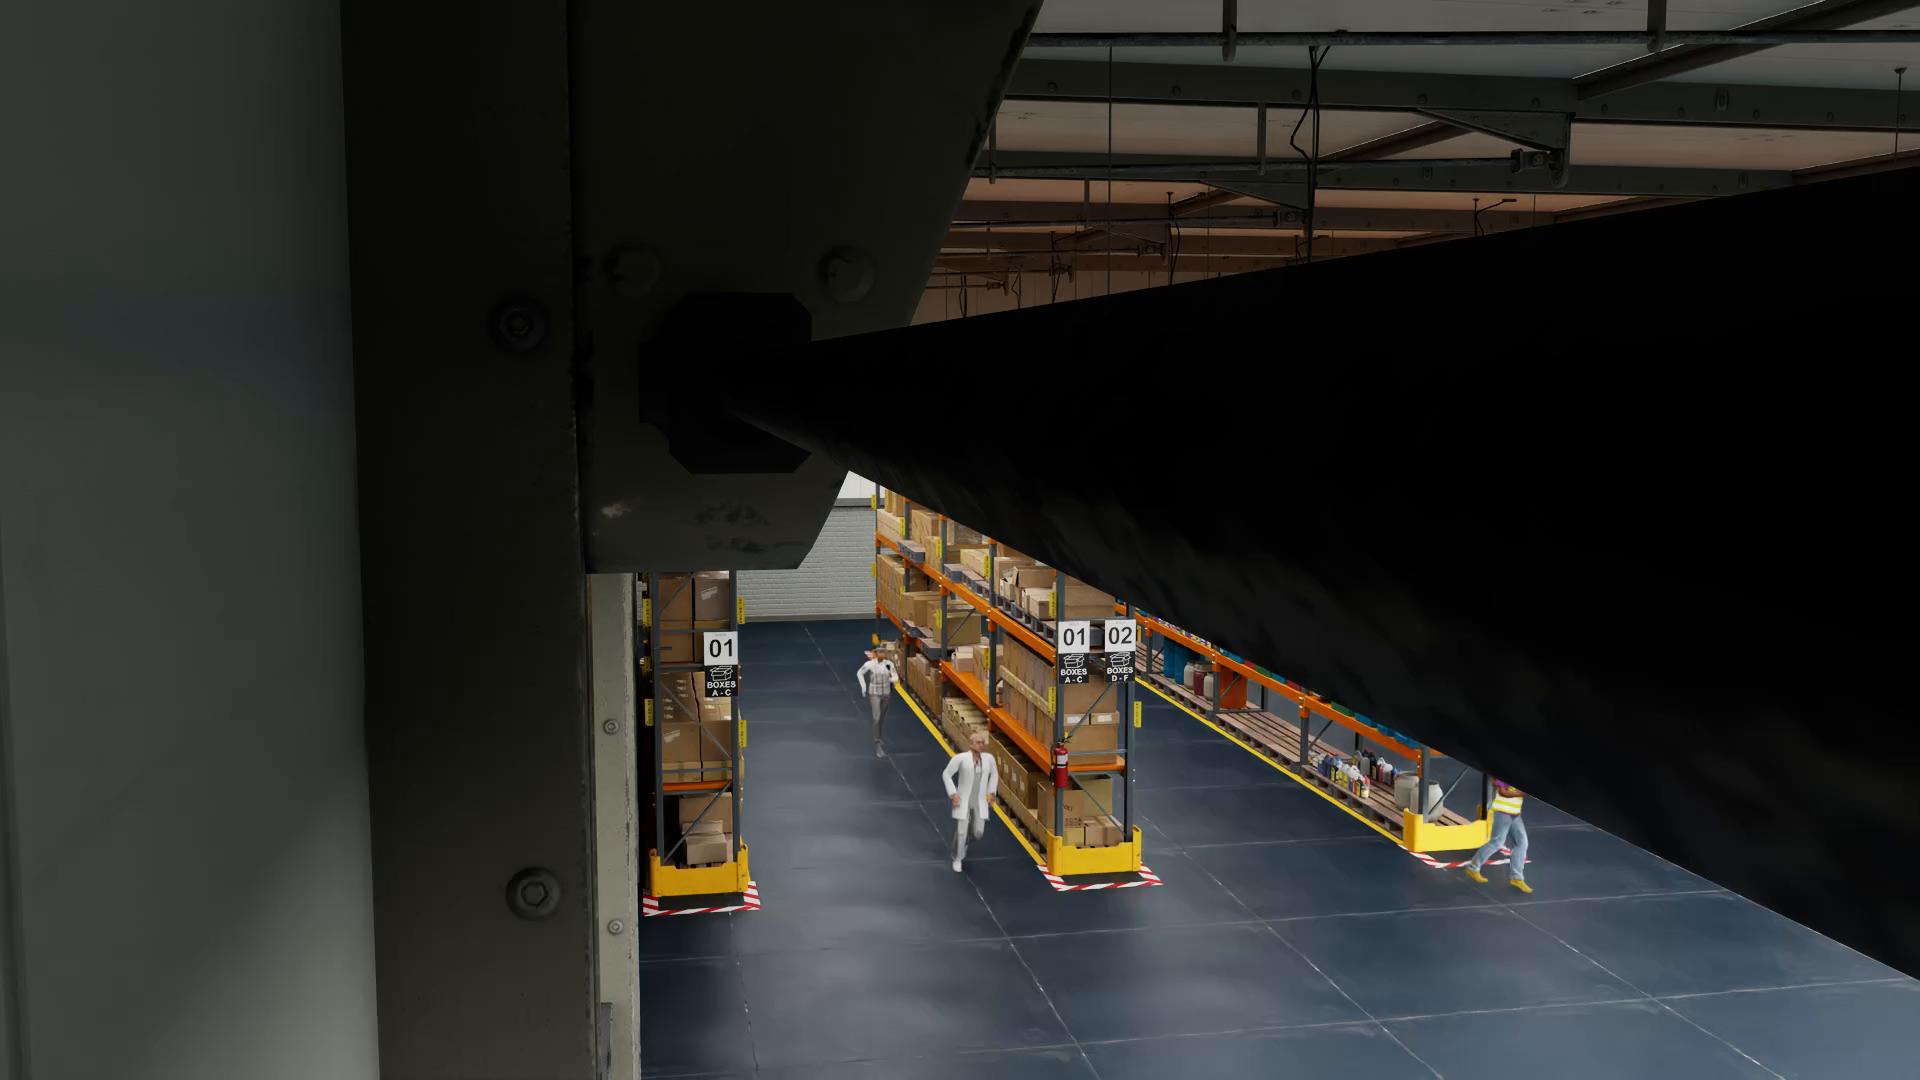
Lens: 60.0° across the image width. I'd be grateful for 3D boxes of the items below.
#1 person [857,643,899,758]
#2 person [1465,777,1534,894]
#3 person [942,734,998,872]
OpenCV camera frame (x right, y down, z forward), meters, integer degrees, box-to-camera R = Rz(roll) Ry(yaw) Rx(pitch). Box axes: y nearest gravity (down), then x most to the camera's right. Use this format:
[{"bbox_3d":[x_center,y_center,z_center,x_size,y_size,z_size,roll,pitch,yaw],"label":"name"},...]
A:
[{"bbox_3d":[-1.269,2.507,26.321,0.583,1.781,0.729,-3,6,-25],"label":"person"},{"bbox_3d":[6.720,3.370,20.427,0.801,1.776,0.703,4,7,33],"label":"person"},{"bbox_3d":[0.146,3.322,21.173,0.763,1.726,0.587,-2,6,-16],"label":"person"}]
